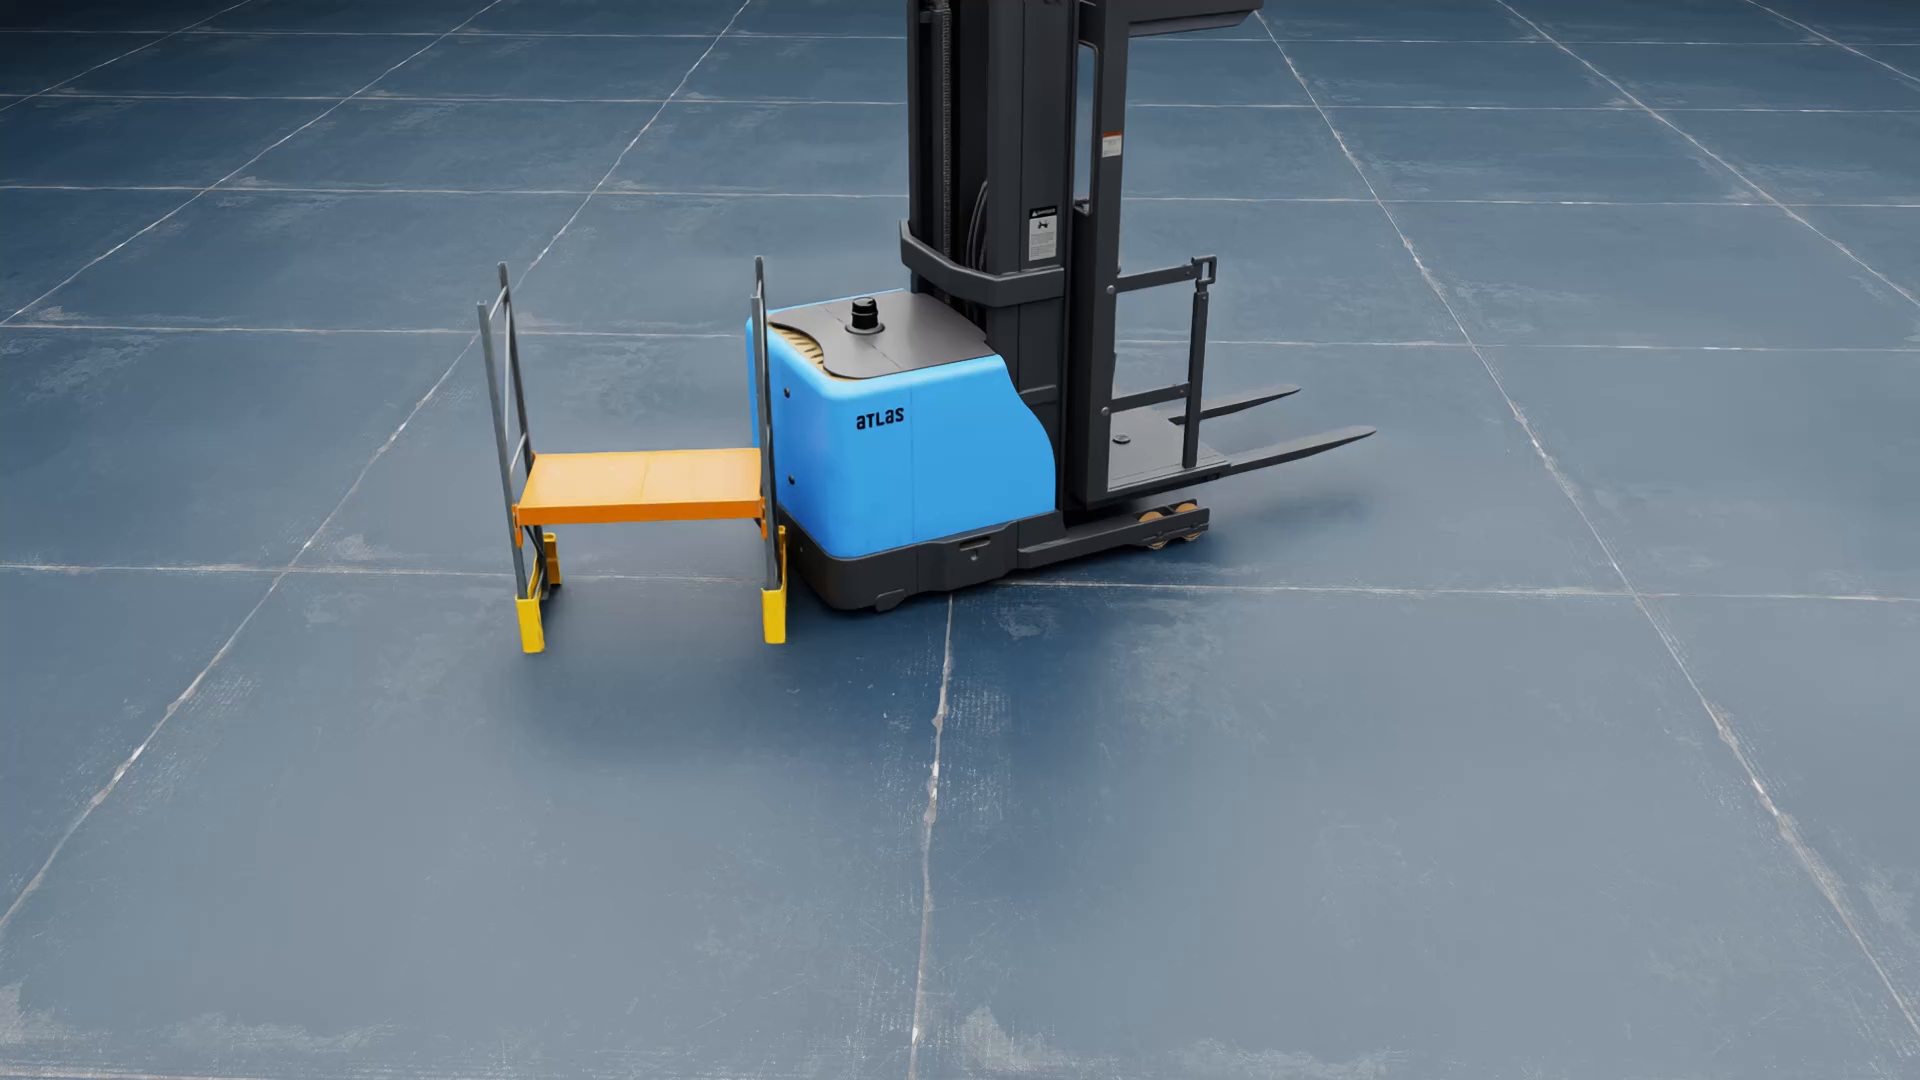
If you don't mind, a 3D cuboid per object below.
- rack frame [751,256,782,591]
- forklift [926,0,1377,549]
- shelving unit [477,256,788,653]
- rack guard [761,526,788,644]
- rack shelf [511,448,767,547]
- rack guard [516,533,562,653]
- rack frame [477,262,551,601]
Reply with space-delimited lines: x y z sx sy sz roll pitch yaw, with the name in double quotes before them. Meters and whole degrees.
"rack frame" -0.792 -0.367 6.841 0.032 1.500 0.500 -2 28 -4
"forklift" 0.589 -1.459 7.373 3.031 2.935 1.121 -14 31 -24
"shelving unit" -1.290 -0.350 6.809 1.083 1.500 0.587 -2 28 -4
"rack guard" -0.794 0.185 7.134 0.087 0.250 0.587 -2 28 -4
"rack shelf" -1.299 -0.191 6.893 1.000 0.185 0.538 -2 28 -4
"rack guard" -1.787 0.219 7.070 0.087 0.250 0.587 -2 28 -4
"rack frame" -1.806 -0.332 6.776 0.032 1.500 0.500 -2 28 -4
